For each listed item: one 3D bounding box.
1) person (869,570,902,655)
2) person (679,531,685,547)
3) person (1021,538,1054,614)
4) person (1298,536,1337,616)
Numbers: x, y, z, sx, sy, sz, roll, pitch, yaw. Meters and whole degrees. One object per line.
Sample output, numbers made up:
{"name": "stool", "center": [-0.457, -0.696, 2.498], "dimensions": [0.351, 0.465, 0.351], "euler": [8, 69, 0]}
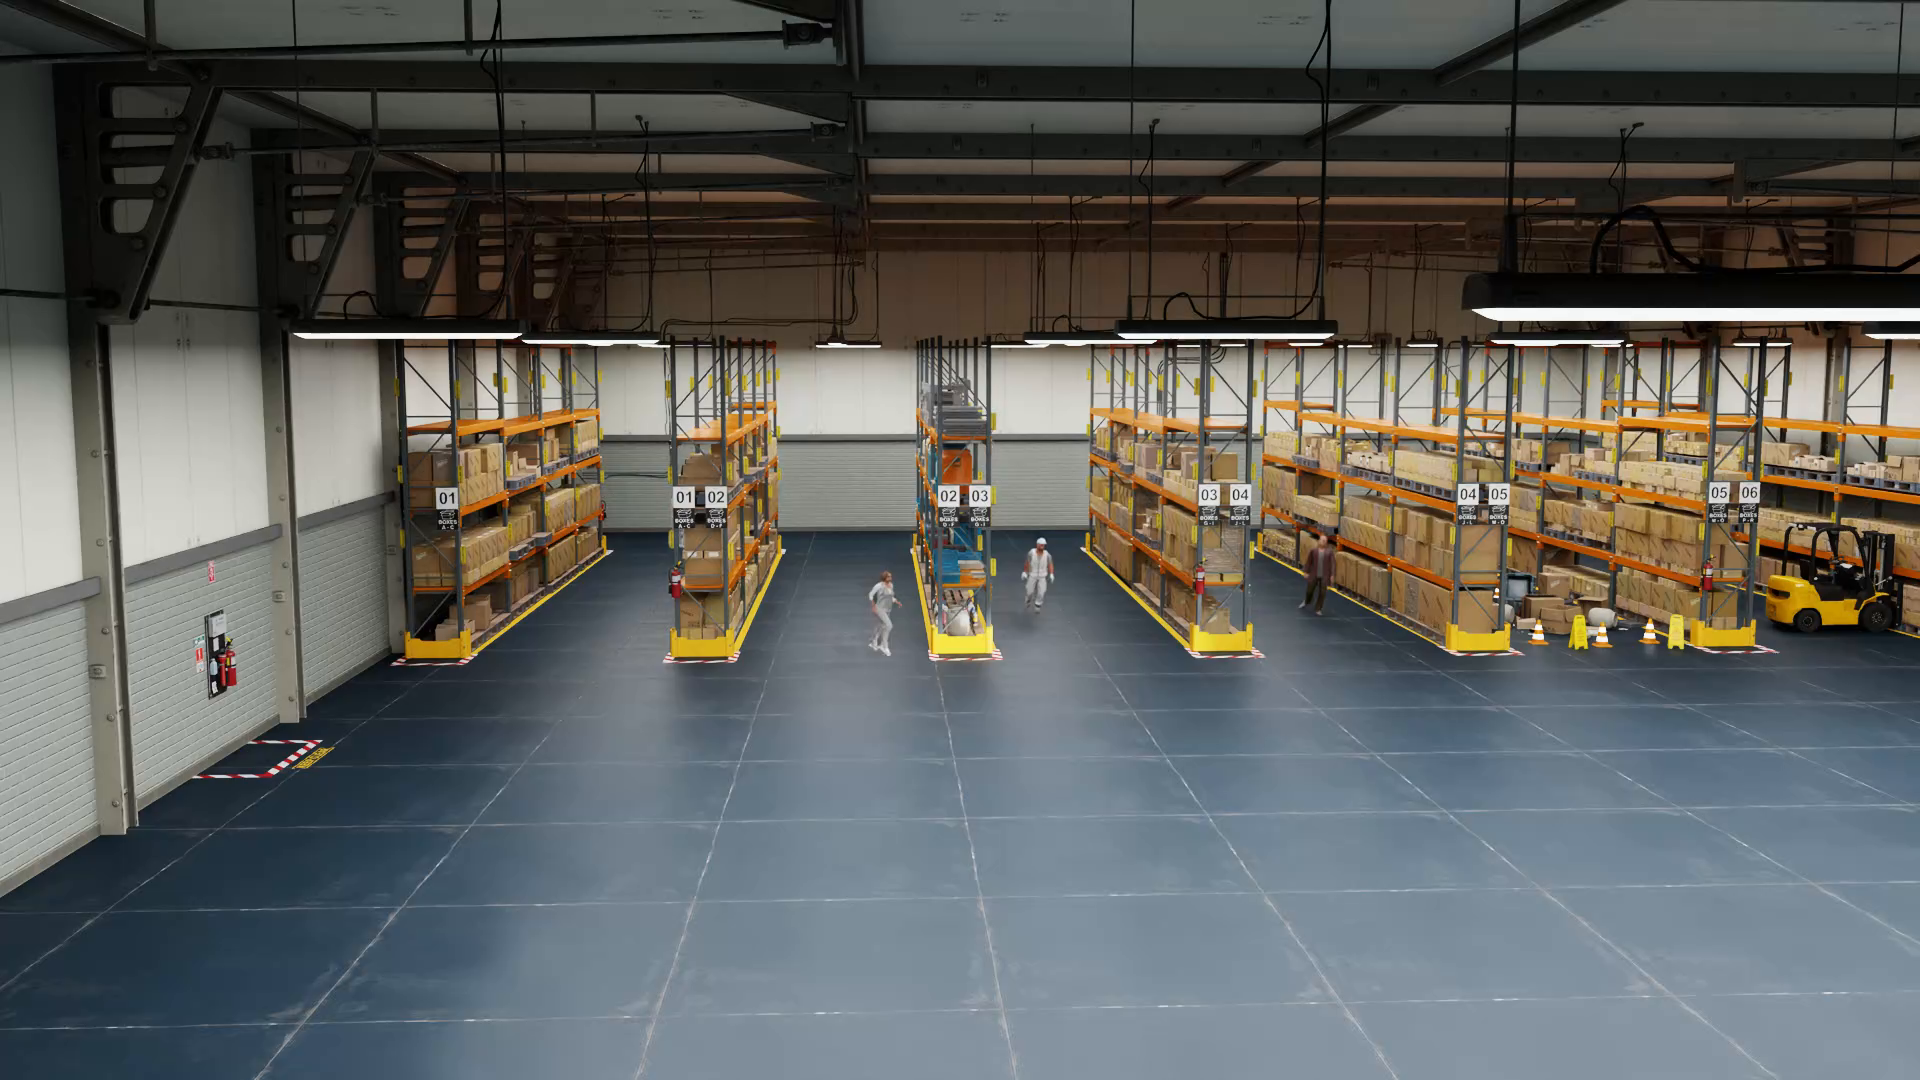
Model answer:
{"name": "person", "center": [-1.446, 1.374, 31.478], "dimensions": [0.798, 1.621, 0.440], "euler": [5, 8, 36]}
{"name": "person", "center": [-8.018, -0.596, 48.892], "dimensions": [0.543, 1.564, 0.701], "euler": [4, 8, 32]}
{"name": "person", "center": [1.679, 0.774, 36.054], "dimensions": [0.679, 1.690, 0.684], "euler": [0, 6, -3]}
{"name": "person", "center": [7.767, 0.757, 36.095], "dimensions": [0.817, 1.739, 0.612], "euler": [2, 7, 16]}
